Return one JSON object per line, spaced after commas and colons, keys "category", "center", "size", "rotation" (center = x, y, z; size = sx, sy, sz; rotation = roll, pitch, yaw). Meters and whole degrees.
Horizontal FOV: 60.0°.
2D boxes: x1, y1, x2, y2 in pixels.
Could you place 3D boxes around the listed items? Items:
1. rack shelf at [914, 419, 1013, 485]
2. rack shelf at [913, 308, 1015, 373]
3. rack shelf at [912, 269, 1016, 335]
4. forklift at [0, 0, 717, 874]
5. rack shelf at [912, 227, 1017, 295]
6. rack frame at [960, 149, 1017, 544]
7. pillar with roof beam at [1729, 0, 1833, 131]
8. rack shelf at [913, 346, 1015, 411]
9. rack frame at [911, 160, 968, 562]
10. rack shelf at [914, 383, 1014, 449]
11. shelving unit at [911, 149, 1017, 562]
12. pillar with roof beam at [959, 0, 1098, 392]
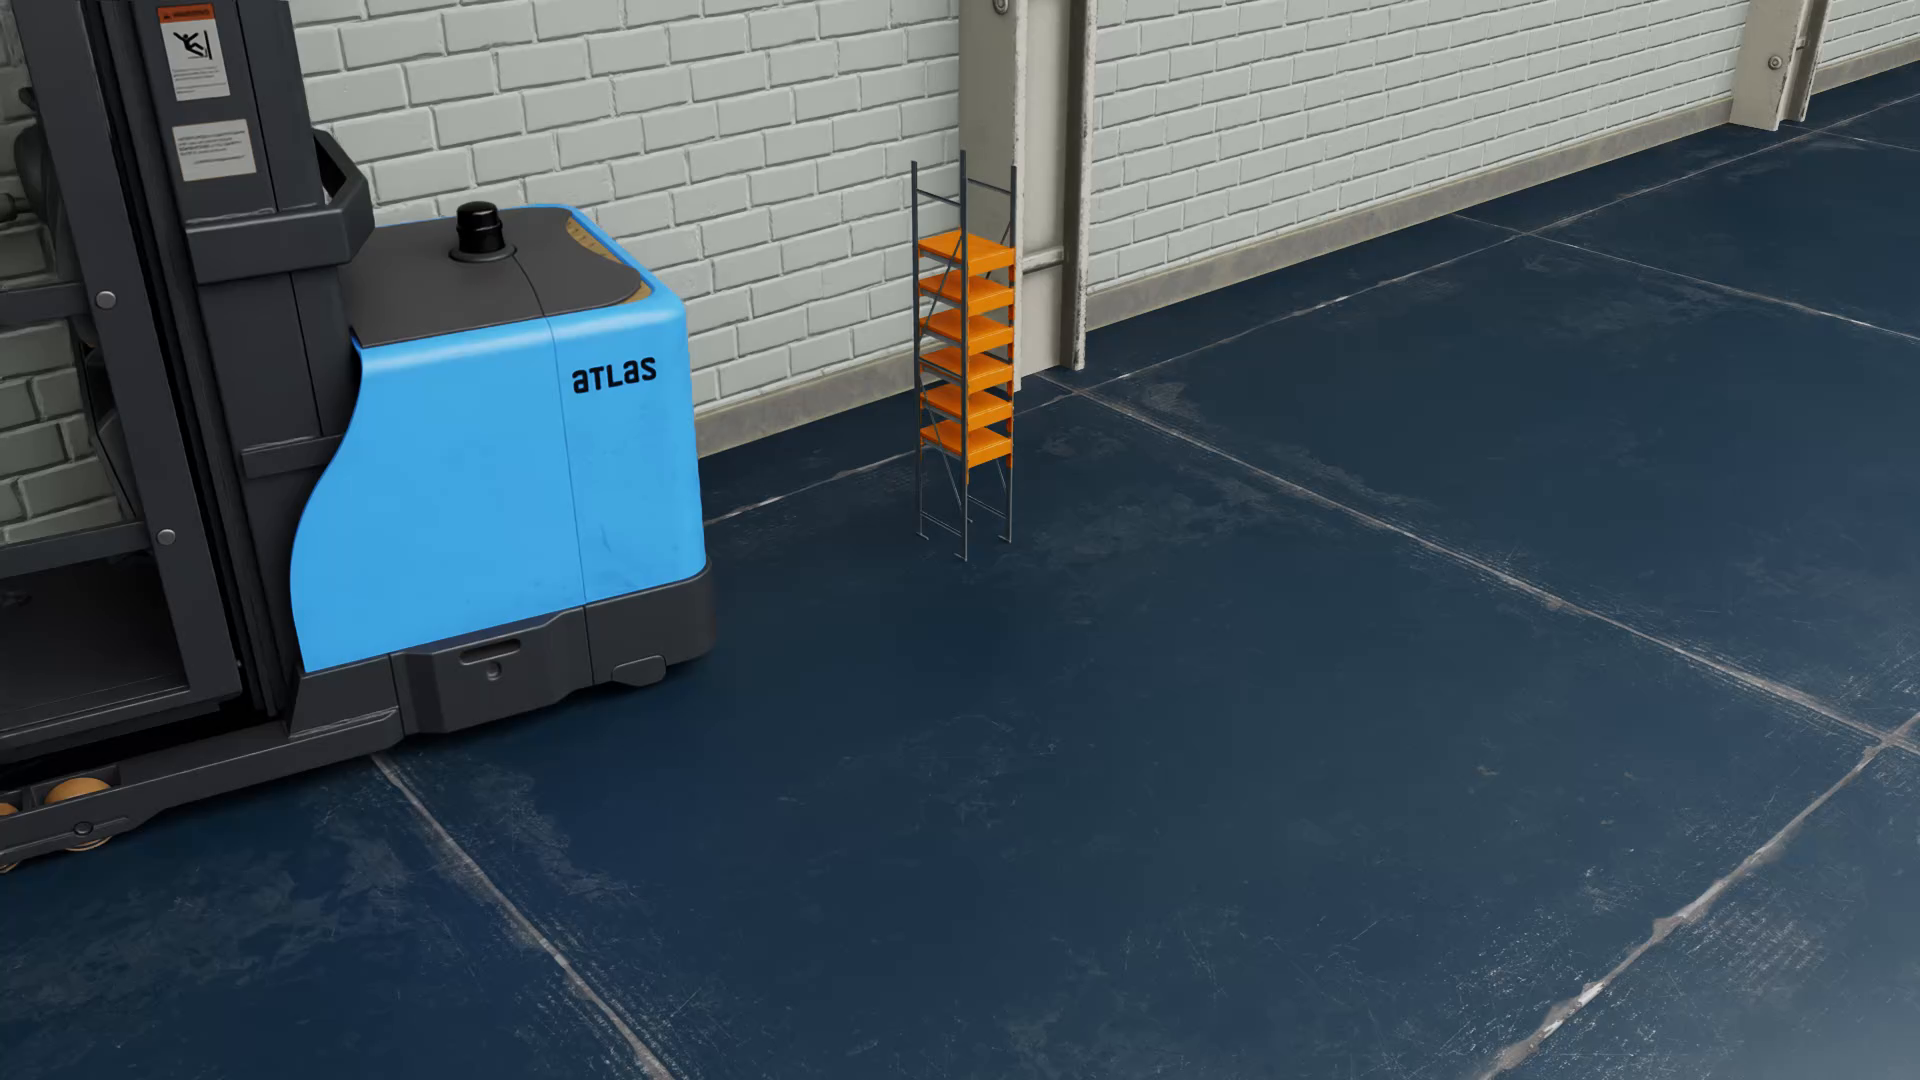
{"category": "rack shelf", "center": [0.011, -0.283, 5.110], "size": [0.180, 0.103, 0.258], "rotation": [-22, 35, -35]}
{"category": "rack shelf", "center": [0.011, -0.600, 4.940], "size": [0.180, 0.103, 0.258], "rotation": [-22, 35, -35]}
{"category": "rack shelf", "center": [0.011, -0.706, 4.883], "size": [0.180, 0.103, 0.258], "rotation": [-22, 35, -35]}
{"category": "forklift", "center": [-2.212, -0.808, 3.652], "size": [3.031, 2.935, 1.130], "rotation": [-14, 31, -25]}
{"category": "rack shelf", "center": [0.011, -0.812, 4.827], "size": [0.180, 0.103, 0.258], "rotation": [-22, 35, -35]}
{"category": "rack frame", "center": [0.081, -0.562, 5.028], "size": [0.006, 1.200, 0.240], "rotation": [-22, 35, -35]}
{"category": "pillar with roof beam", "center": [7.600, -4.932, 4.931], "size": [0.400, 9.000, 9.100], "rotation": [-22, 35, -35]}
{"category": "rack shelf", "center": [0.011, -0.494, 4.996], "size": [0.180, 0.103, 0.258], "rotation": [-22, 35, -35]}
{"category": "rack frame", "center": [-0.059, -0.506, 4.923], "size": [0.006, 1.200, 0.240], "rotation": [-22, 35, -35]}
{"category": "rack shelf", "center": [0.011, -0.389, 5.053], "size": [0.180, 0.103, 0.258], "rotation": [-22, 35, -35]}
{"category": "shelving unit", "center": [0.011, -0.534, 4.975], "size": [0.189, 1.200, 0.258], "rotation": [-22, 35, -35]}
{"category": "pillar with roof beam", "center": [3.036, -3.097, 1.497], "size": [0.400, 9.000, 9.100], "rotation": [-22, 35, -35]}
